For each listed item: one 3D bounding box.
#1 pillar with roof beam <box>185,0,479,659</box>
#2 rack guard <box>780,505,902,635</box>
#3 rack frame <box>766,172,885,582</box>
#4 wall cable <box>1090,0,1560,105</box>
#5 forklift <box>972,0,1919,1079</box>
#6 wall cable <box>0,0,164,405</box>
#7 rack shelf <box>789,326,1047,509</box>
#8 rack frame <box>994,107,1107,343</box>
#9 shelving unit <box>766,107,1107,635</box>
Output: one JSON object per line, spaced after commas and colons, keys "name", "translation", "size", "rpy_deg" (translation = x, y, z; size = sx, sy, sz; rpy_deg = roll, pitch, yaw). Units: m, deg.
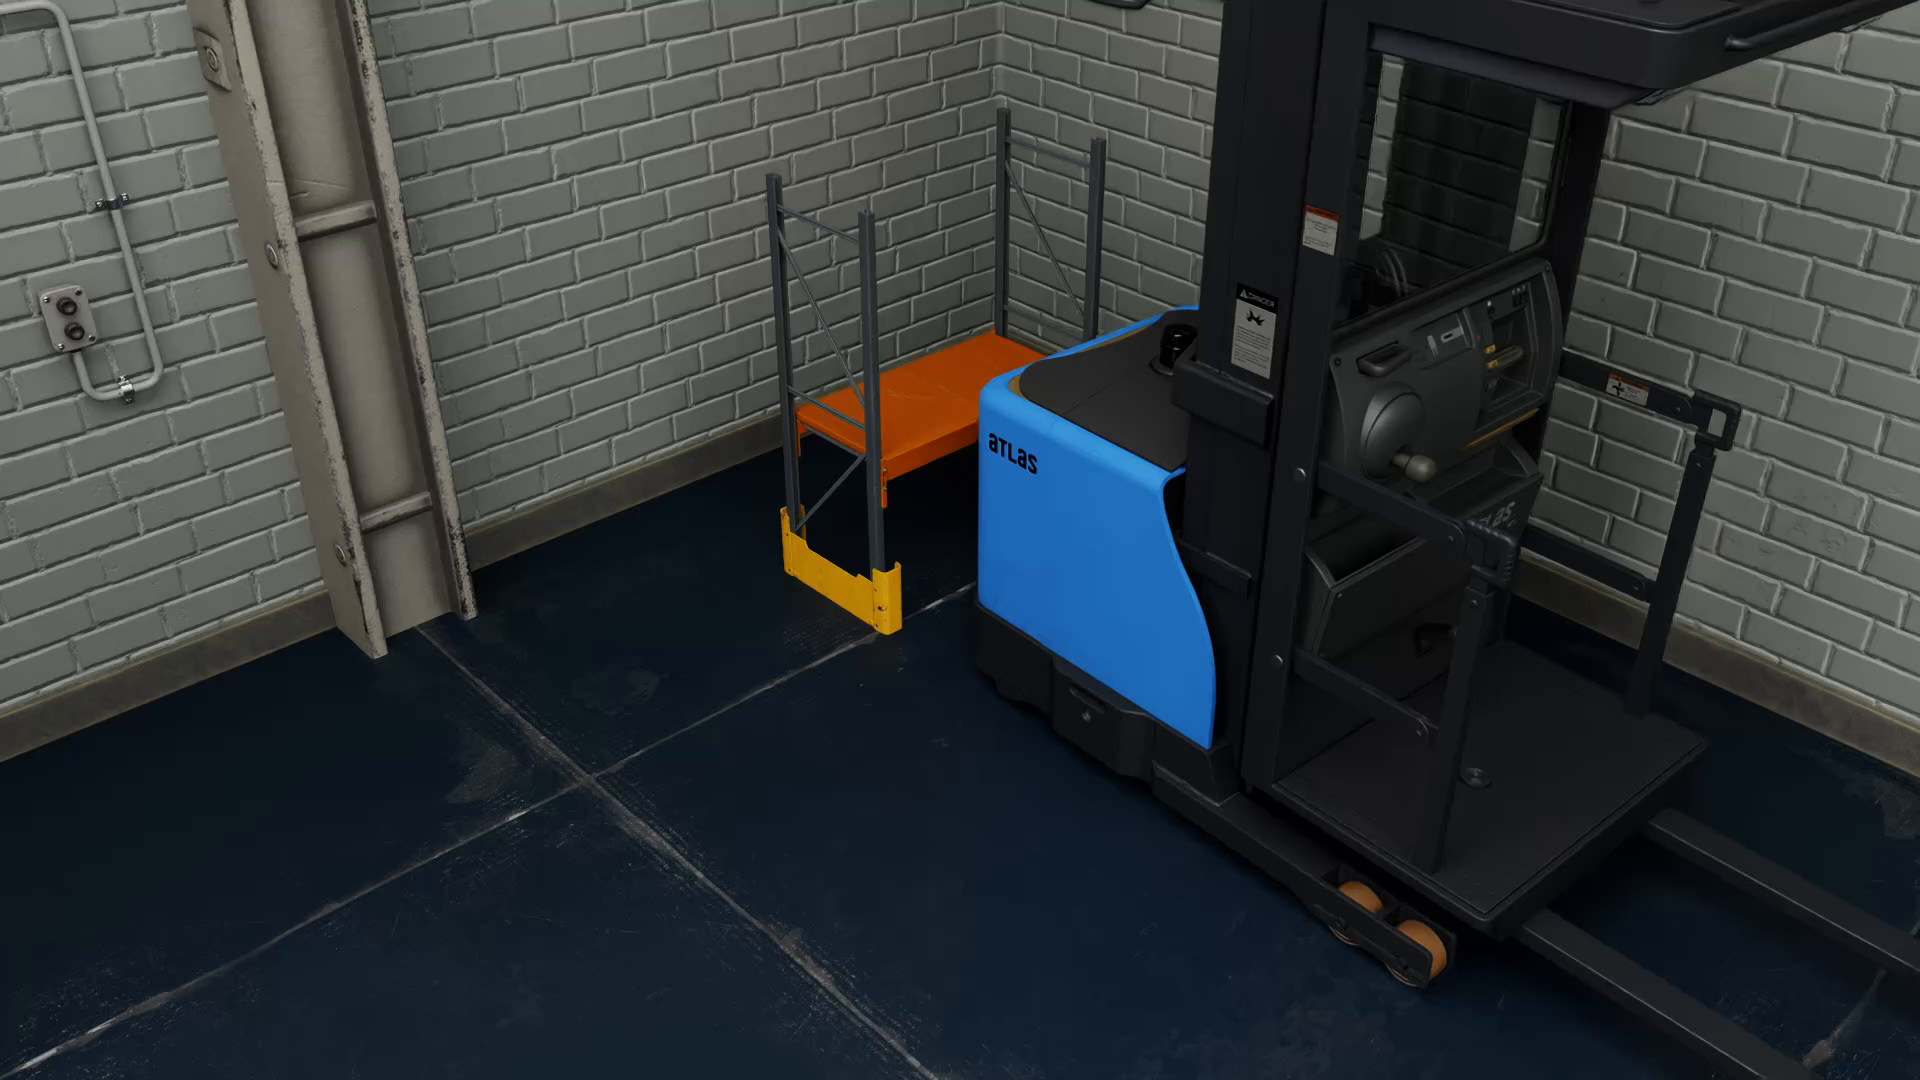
{"name": "pillar with roof beam", "translation": [0.994, -1.919, 0.763], "size": [0.400, 9.000, 9.100], "rpy_deg": [-26, 40, -35]}
{"name": "rack guard", "translation": [-0.421, 0.097, 5.852], "size": [0.087, 0.250, 0.587], "rpy_deg": [-26, 40, -35]}
{"name": "rack frame", "translation": [-0.435, -0.429, 5.514], "size": [0.032, 1.500, 0.500], "rpy_deg": [-26, 40, -35]}
{"name": "wall cable", "translation": [1.066, -2.822, 5.216], "size": [0.112, 2.526, 3.097], "rpy_deg": [-26, 40, -35]}
{"name": "forklift", "translation": [1.380, -0.387, 4.073], "size": [1.130, 2.935, 3.031], "rpy_deg": [-24, 39, -34]}
{"name": "wall cable", "translation": [-3.029, -0.968, 3.983], "size": [1.851, 1.984, 0.084], "rpy_deg": [-26, 40, -35]}
{"name": "rack shelf", "translation": [-0.063, -0.456, 5.903], "size": [1.000, 0.185, 0.538], "rpy_deg": [-26, 40, -35]}
{"name": "rack frame", "translation": [0.310, -0.790, 6.104], "size": [0.032, 1.500, 0.500], "rpy_deg": [-26, 40, -35]}
{"name": "shelving unit", "translation": [-0.056, -0.613, 5.815], "size": [1.083, 1.500, 0.587], "rpy_deg": [-26, 40, -35]}
